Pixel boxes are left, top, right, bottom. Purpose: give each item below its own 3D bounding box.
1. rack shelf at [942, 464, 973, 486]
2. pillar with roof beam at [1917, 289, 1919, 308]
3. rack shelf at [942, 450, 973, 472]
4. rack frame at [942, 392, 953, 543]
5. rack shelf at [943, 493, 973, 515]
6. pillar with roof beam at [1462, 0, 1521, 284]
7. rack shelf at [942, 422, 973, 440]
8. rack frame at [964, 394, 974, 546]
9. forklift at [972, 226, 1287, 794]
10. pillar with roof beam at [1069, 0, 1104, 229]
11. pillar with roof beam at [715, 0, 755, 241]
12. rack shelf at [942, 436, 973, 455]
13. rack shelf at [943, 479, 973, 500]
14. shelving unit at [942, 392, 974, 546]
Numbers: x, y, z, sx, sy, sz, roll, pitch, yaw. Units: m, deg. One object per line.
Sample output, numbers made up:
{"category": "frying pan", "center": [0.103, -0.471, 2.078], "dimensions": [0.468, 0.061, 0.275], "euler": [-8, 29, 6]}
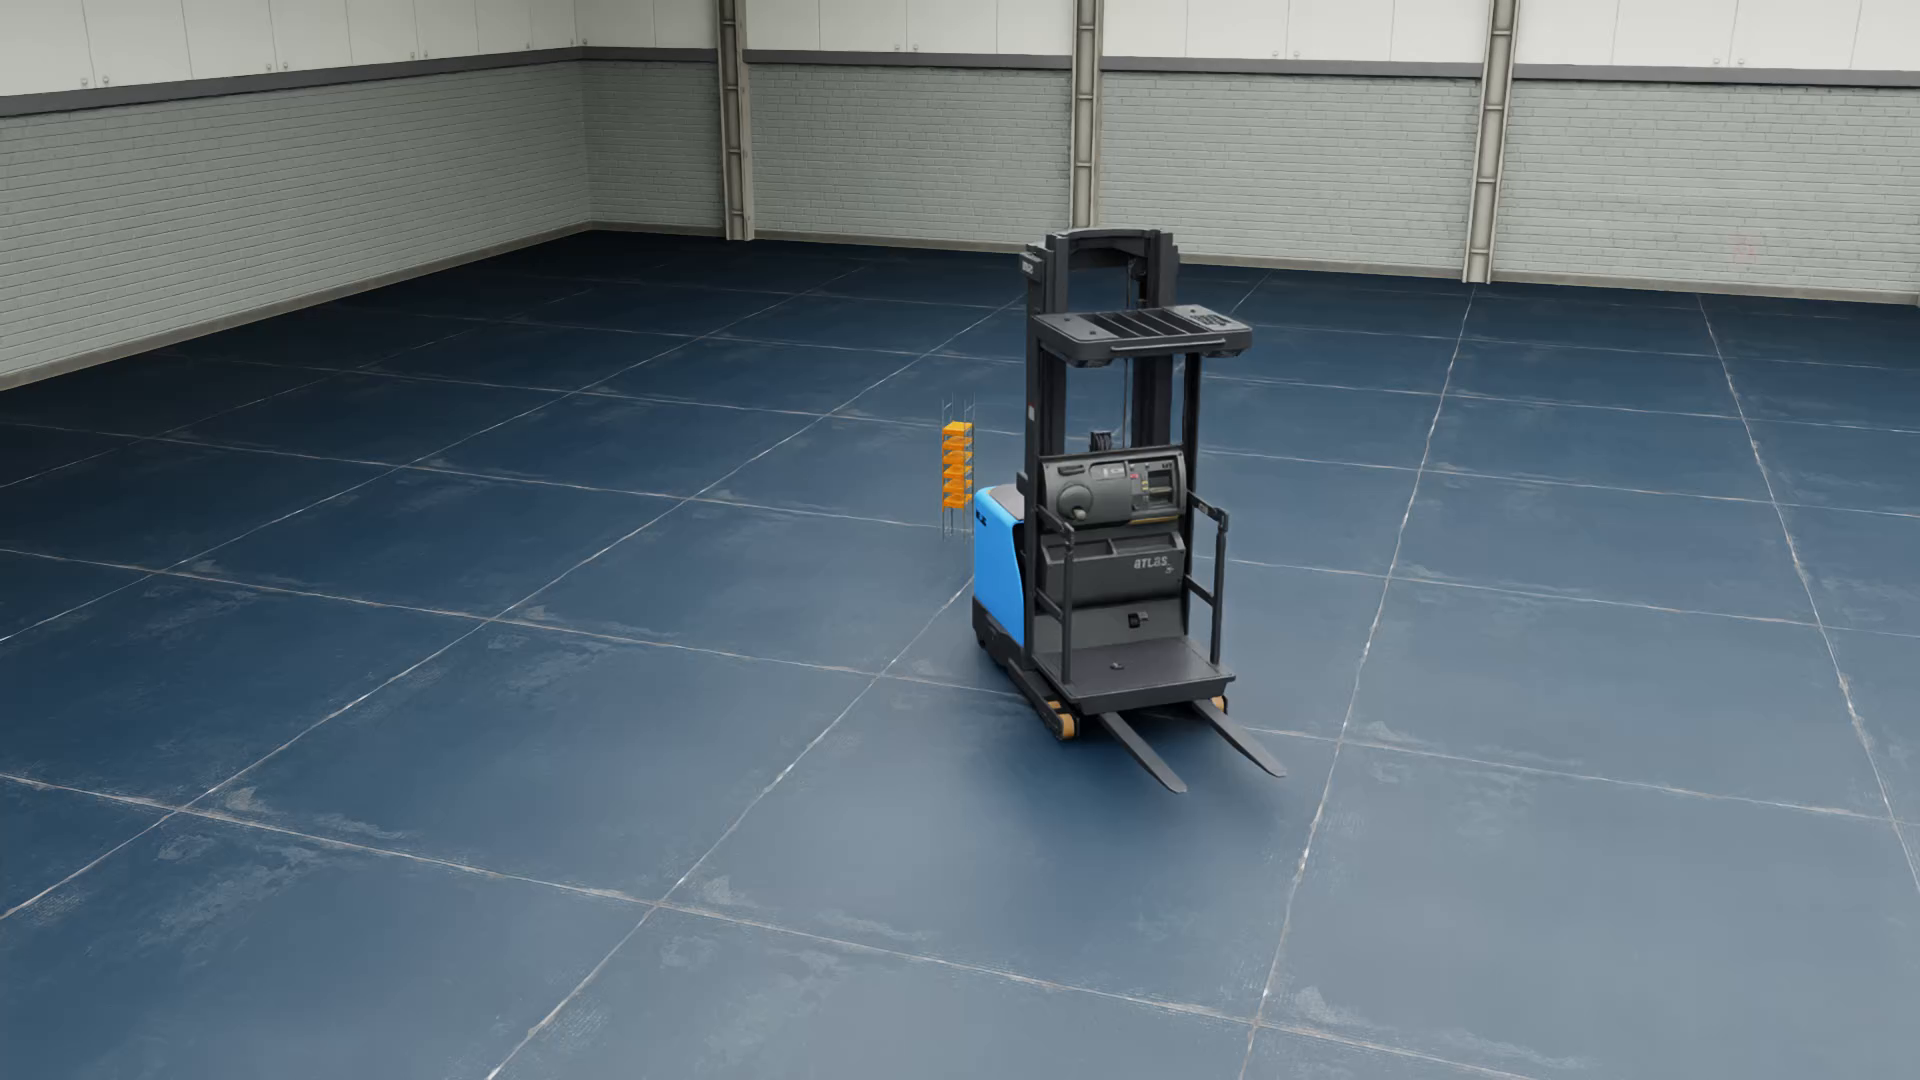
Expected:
{"category": "rack shelf", "center": [-0.014, -0.526, 13.398], "dimensions": [0.180, 0.103, 0.258], "euler": [7, 20, 18]}
{"category": "pillar with roof beam", "center": [11.868, -6.074, 17.330], "dimensions": [0.400, 9.000, 9.100], "euler": [7, 20, 18]}
{"category": "rack shelf", "center": [-0.014, -0.639, 13.358], "dimensions": [0.180, 0.103, 0.258], "euler": [7, 20, 18]}
{"category": "rack frame", "center": [-0.100, -0.578, 13.412], "dimensions": [0.006, 1.200, 0.240], "euler": [7, 20, 18]}
{"category": "rack shelf", "center": [-0.014, -0.300, 13.477], "dimensions": [0.180, 0.103, 0.258], "euler": [7, 20, 18]}
{"category": "pillar with roof beam", "center": [6.201, -6.722, 19.189], "dimensions": [0.400, 9.000, 9.100], "euler": [7, 20, 18]}
{"category": "rack shelf", "center": [-0.014, -0.866, 13.279], "dimensions": [0.180, 0.103, 0.258], "euler": [7, 20, 18]}
{"category": "rack frame", "center": [0.073, -0.558, 13.355], "dimensions": [0.006, 1.200, 0.240], "euler": [7, 20, 18]}
{"category": "forklift", "center": [1.022, -0.315, 10.026], "dimensions": [1.130, 2.935, 3.031], "euler": [-6, 20, -17]}
{"category": "pillar with roof beam", "center": [0.533, -7.370, 21.049], "dimensions": [0.400, 9.000, 9.100], "euler": [7, 20, 18]}
{"category": "pillar with roof beam", "center": [-5.135, -8.018, 22.908], "dimensions": [0.400, 9.000, 9.100], "euler": [7, 20, 18]}
{"category": "rack shelf", "center": [-0.014, -0.753, 13.319], "dimensions": [0.180, 0.103, 0.258], "euler": [7, 20, 18]}
{"category": "rack shelf", "center": [-0.014, -0.413, 13.437], "dimensions": [0.180, 0.103, 0.258], "euler": [7, 20, 18]}
{"category": "shelving unit", "center": [-0.014, -0.568, 13.383], "dimensions": [0.189, 1.200, 0.258], "euler": [7, 20, 18]}
